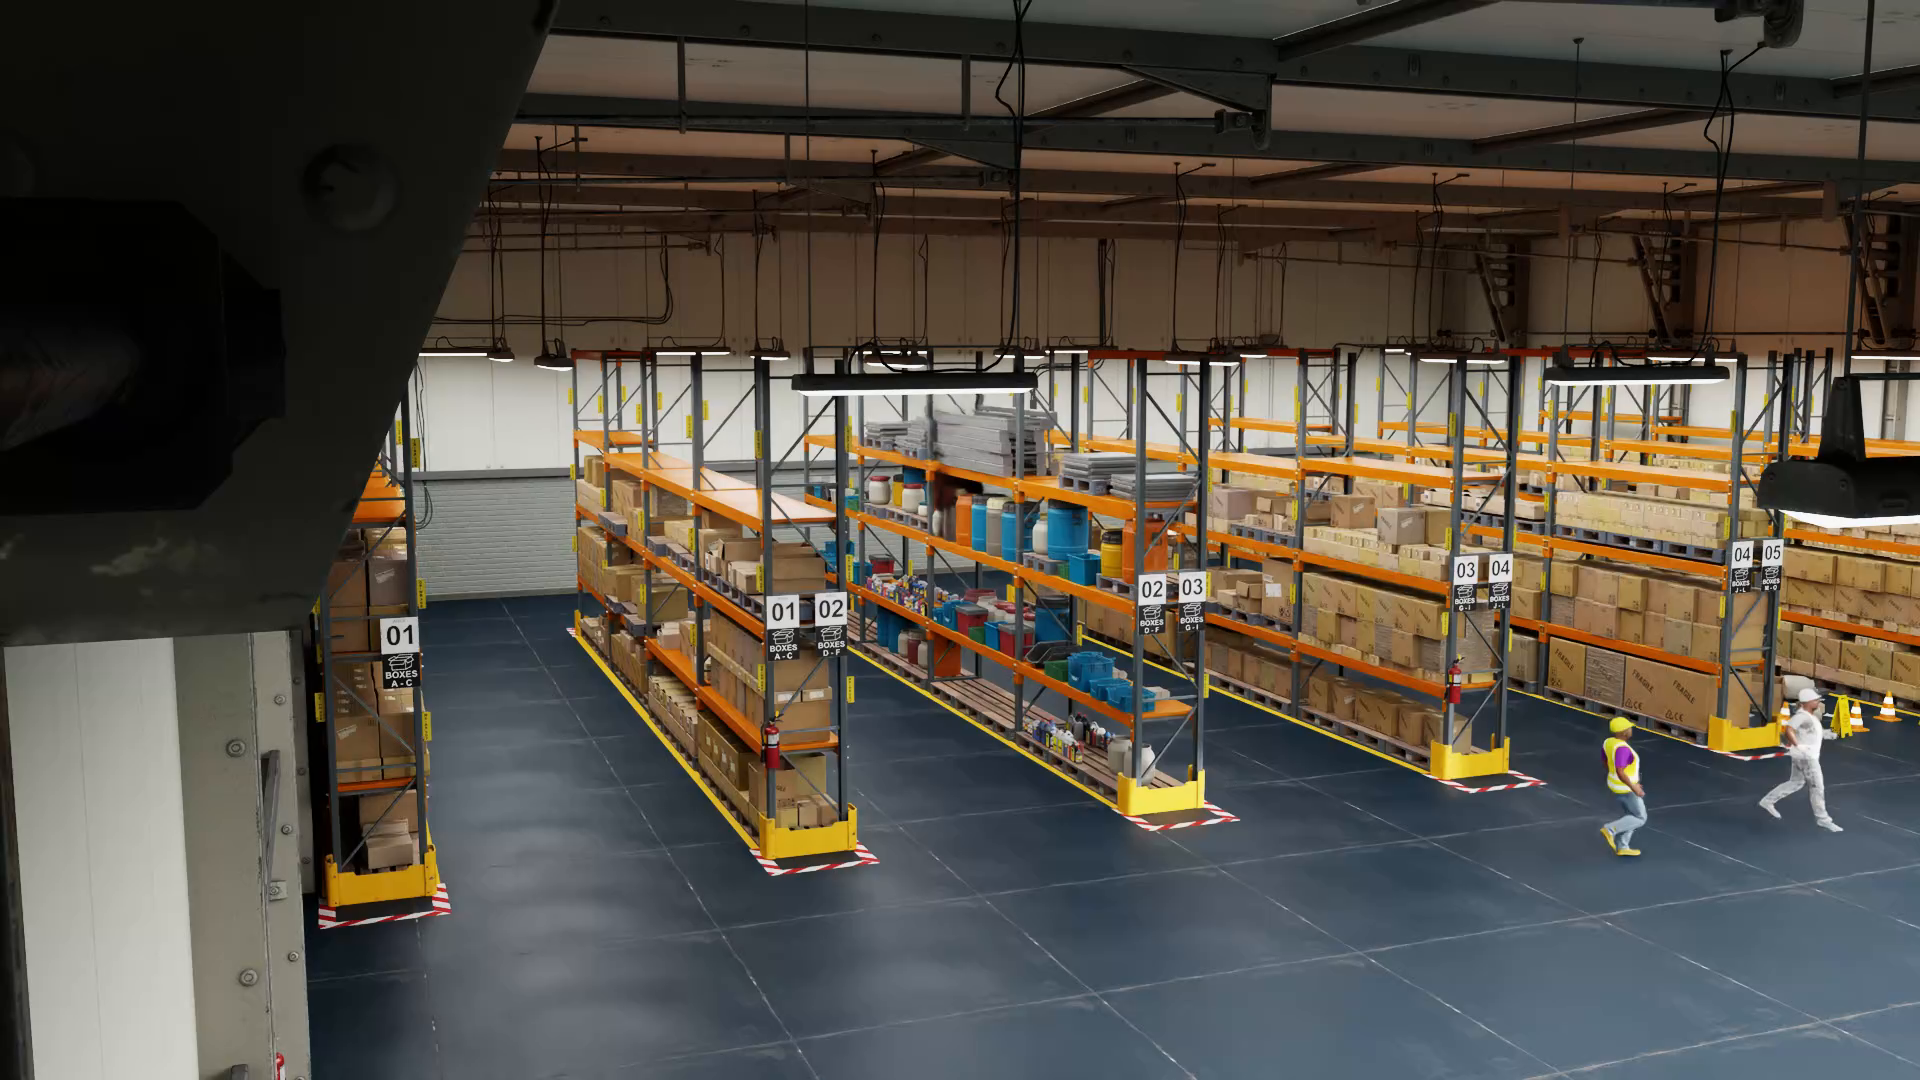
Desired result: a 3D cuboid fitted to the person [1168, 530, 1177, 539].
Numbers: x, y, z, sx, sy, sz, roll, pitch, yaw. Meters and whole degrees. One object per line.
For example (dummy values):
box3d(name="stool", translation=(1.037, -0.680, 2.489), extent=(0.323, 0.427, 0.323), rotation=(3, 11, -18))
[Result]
box3d(name="person", translation=(4.902, 0.603, 39.377), extent=(0.688, 1.726, 0.799), rotation=(-1, 7, -7))

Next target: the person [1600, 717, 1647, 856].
box3d(name="person", translation=(8.011, 2.985, 20.120), extent=(0.562, 1.708, 0.691), rotation=(0, 7, 1))

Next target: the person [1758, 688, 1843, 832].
box3d(name="person", translation=(10.805, 2.788, 21.293), extent=(0.982, 1.800, 0.678), rotation=(3, 8, 21))
